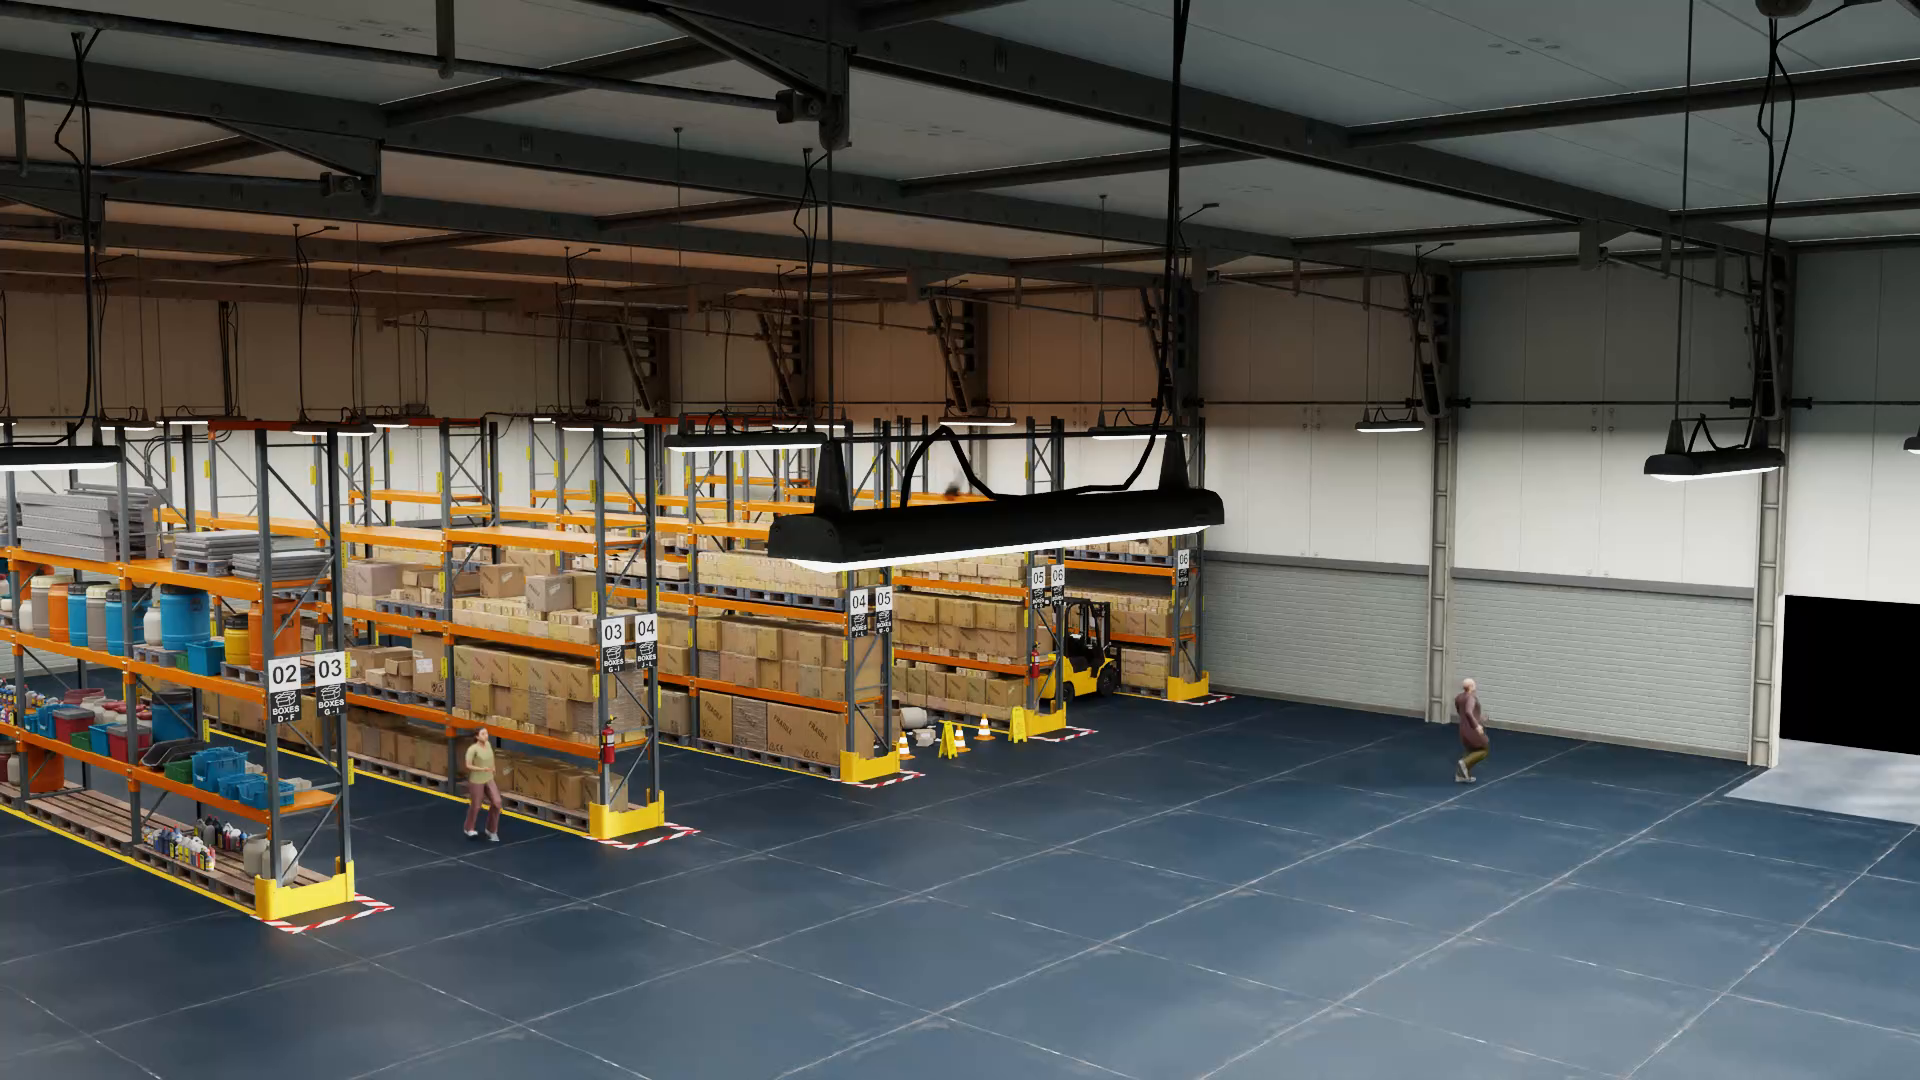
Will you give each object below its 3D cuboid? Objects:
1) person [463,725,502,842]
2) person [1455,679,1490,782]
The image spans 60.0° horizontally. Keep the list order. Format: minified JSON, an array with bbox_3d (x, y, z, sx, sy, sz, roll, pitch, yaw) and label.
[{"bbox_3d":[-6.889,3.523,23.962,0.711,1.736,0.597,4,6,37],"label":"person"},{"bbox_3d":[8.528,3.166,27.634,0.606,1.735,0.701,-1,5,-12],"label":"person"}]
